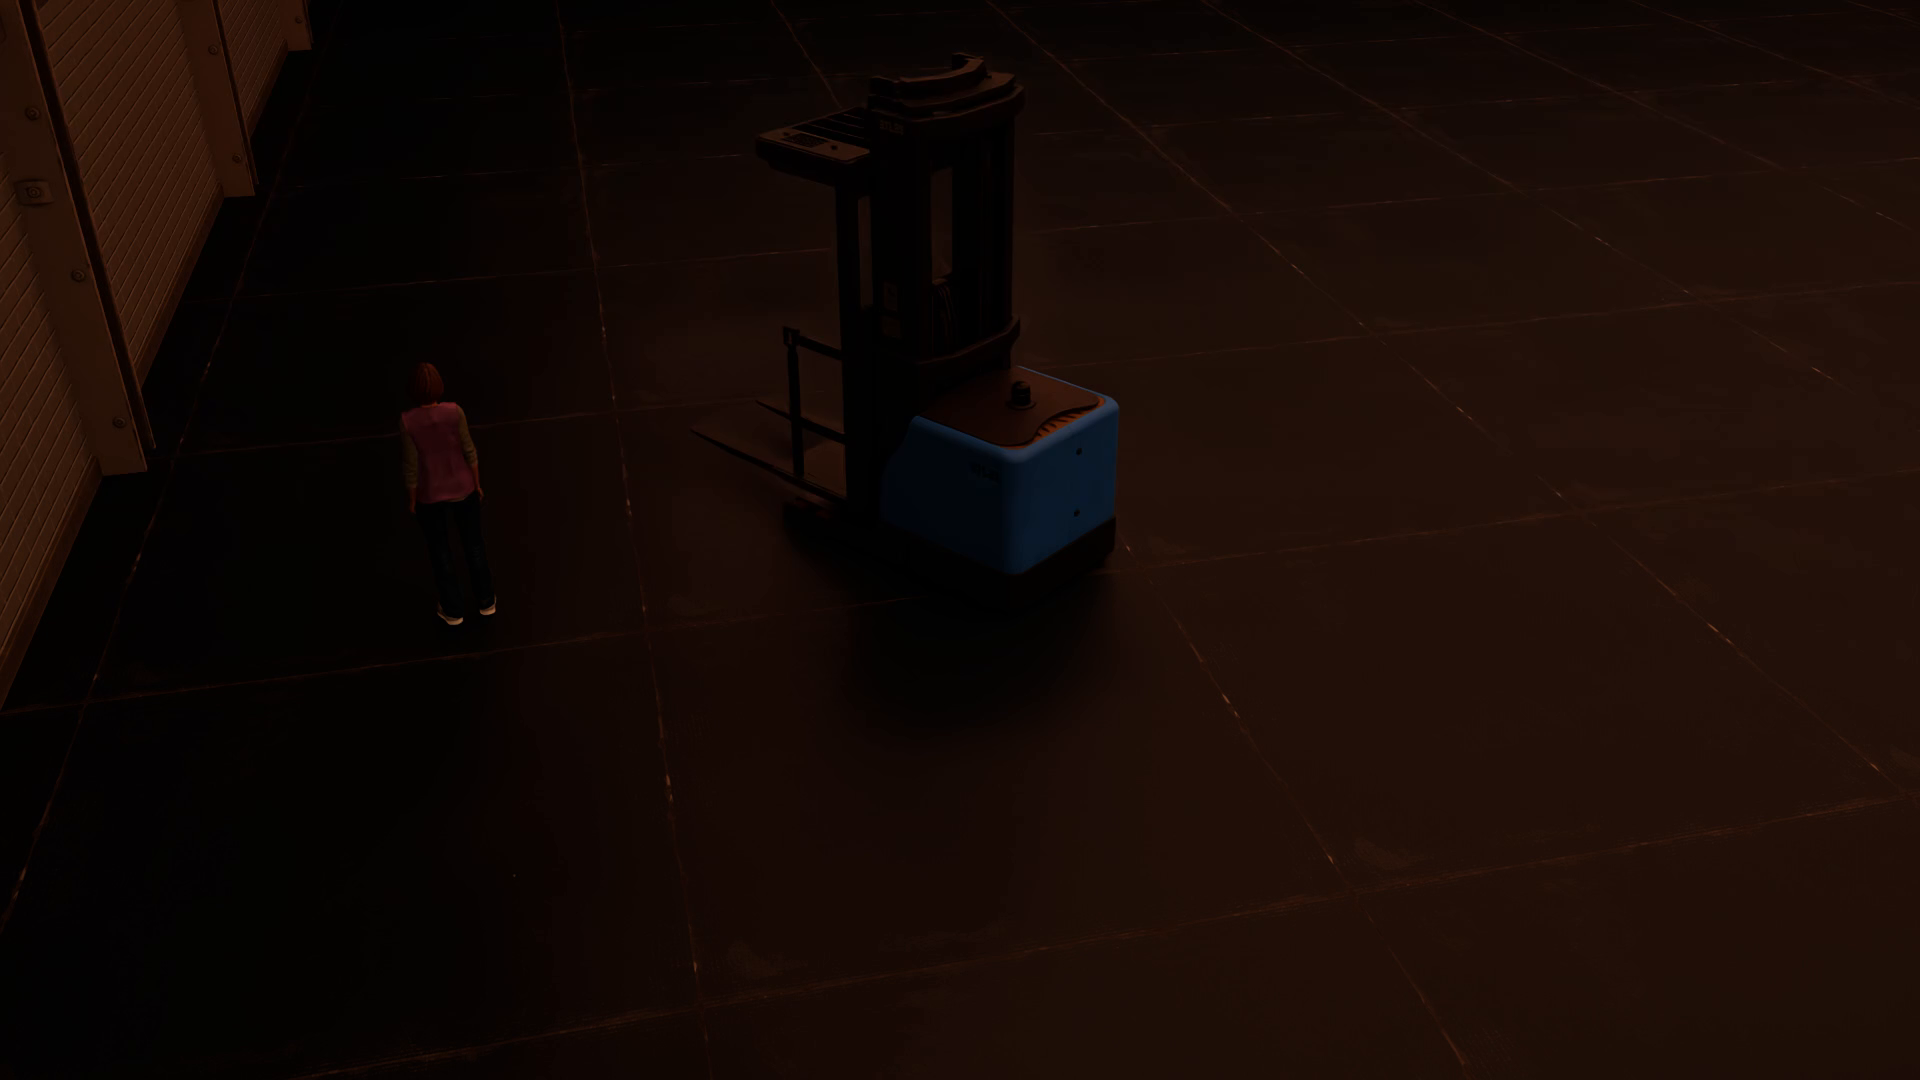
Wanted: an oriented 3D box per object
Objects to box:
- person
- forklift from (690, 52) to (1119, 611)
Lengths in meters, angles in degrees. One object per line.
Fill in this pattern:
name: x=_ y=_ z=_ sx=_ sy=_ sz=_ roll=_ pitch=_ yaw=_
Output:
person: x=-2.899 y=-0.261 z=9.354 sx=0.415 sy=1.603 sz=0.316 roll=-14 pitch=33 yaw=-23
forklift: x=-0.491 y=-1.469 z=10.112 sx=3.031 sy=2.935 sz=1.130 roll=24 pitch=37 yaw=35
